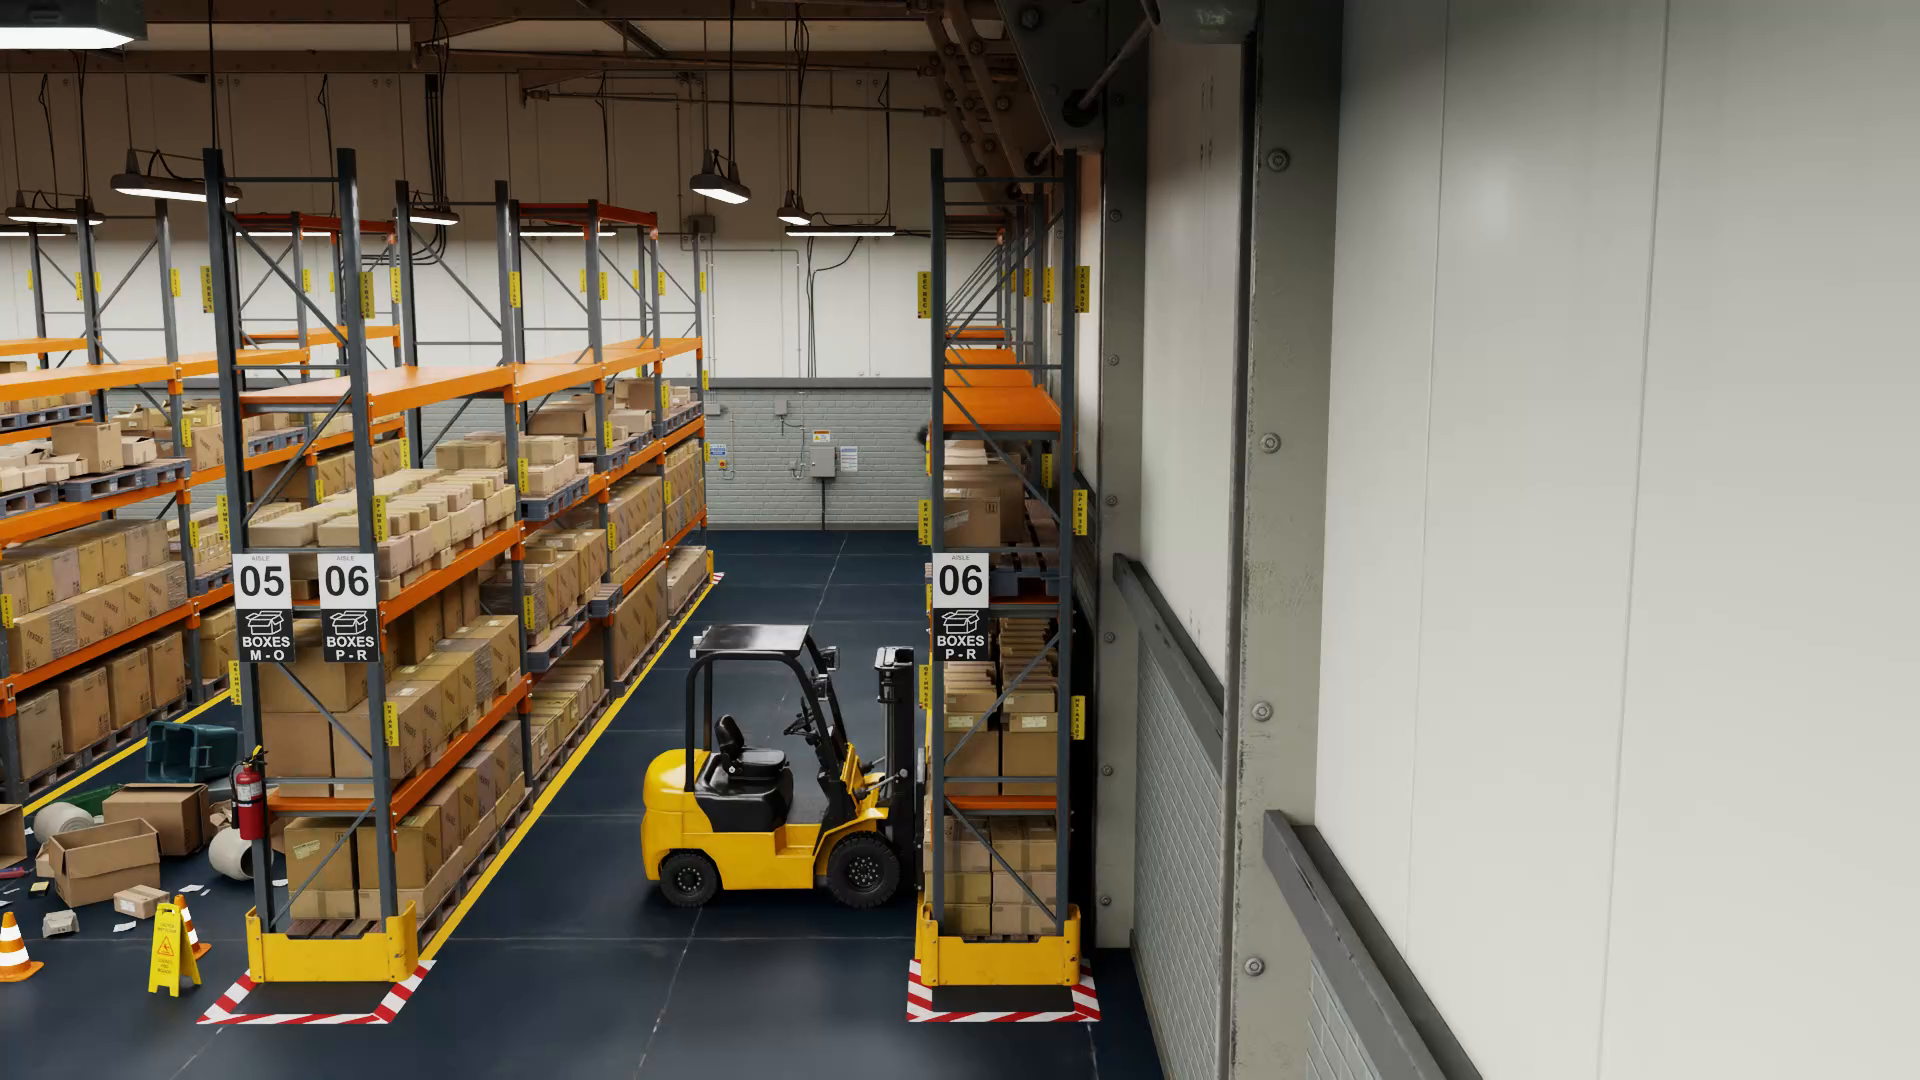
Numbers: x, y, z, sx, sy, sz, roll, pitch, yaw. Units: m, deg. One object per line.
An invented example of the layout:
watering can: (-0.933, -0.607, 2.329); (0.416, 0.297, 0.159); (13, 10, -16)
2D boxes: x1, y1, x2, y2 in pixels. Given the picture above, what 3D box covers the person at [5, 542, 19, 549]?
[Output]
person: (-12.023, 0.889, 21.311); (0.690, 1.771, 1.042); (-1, 9, -6)
